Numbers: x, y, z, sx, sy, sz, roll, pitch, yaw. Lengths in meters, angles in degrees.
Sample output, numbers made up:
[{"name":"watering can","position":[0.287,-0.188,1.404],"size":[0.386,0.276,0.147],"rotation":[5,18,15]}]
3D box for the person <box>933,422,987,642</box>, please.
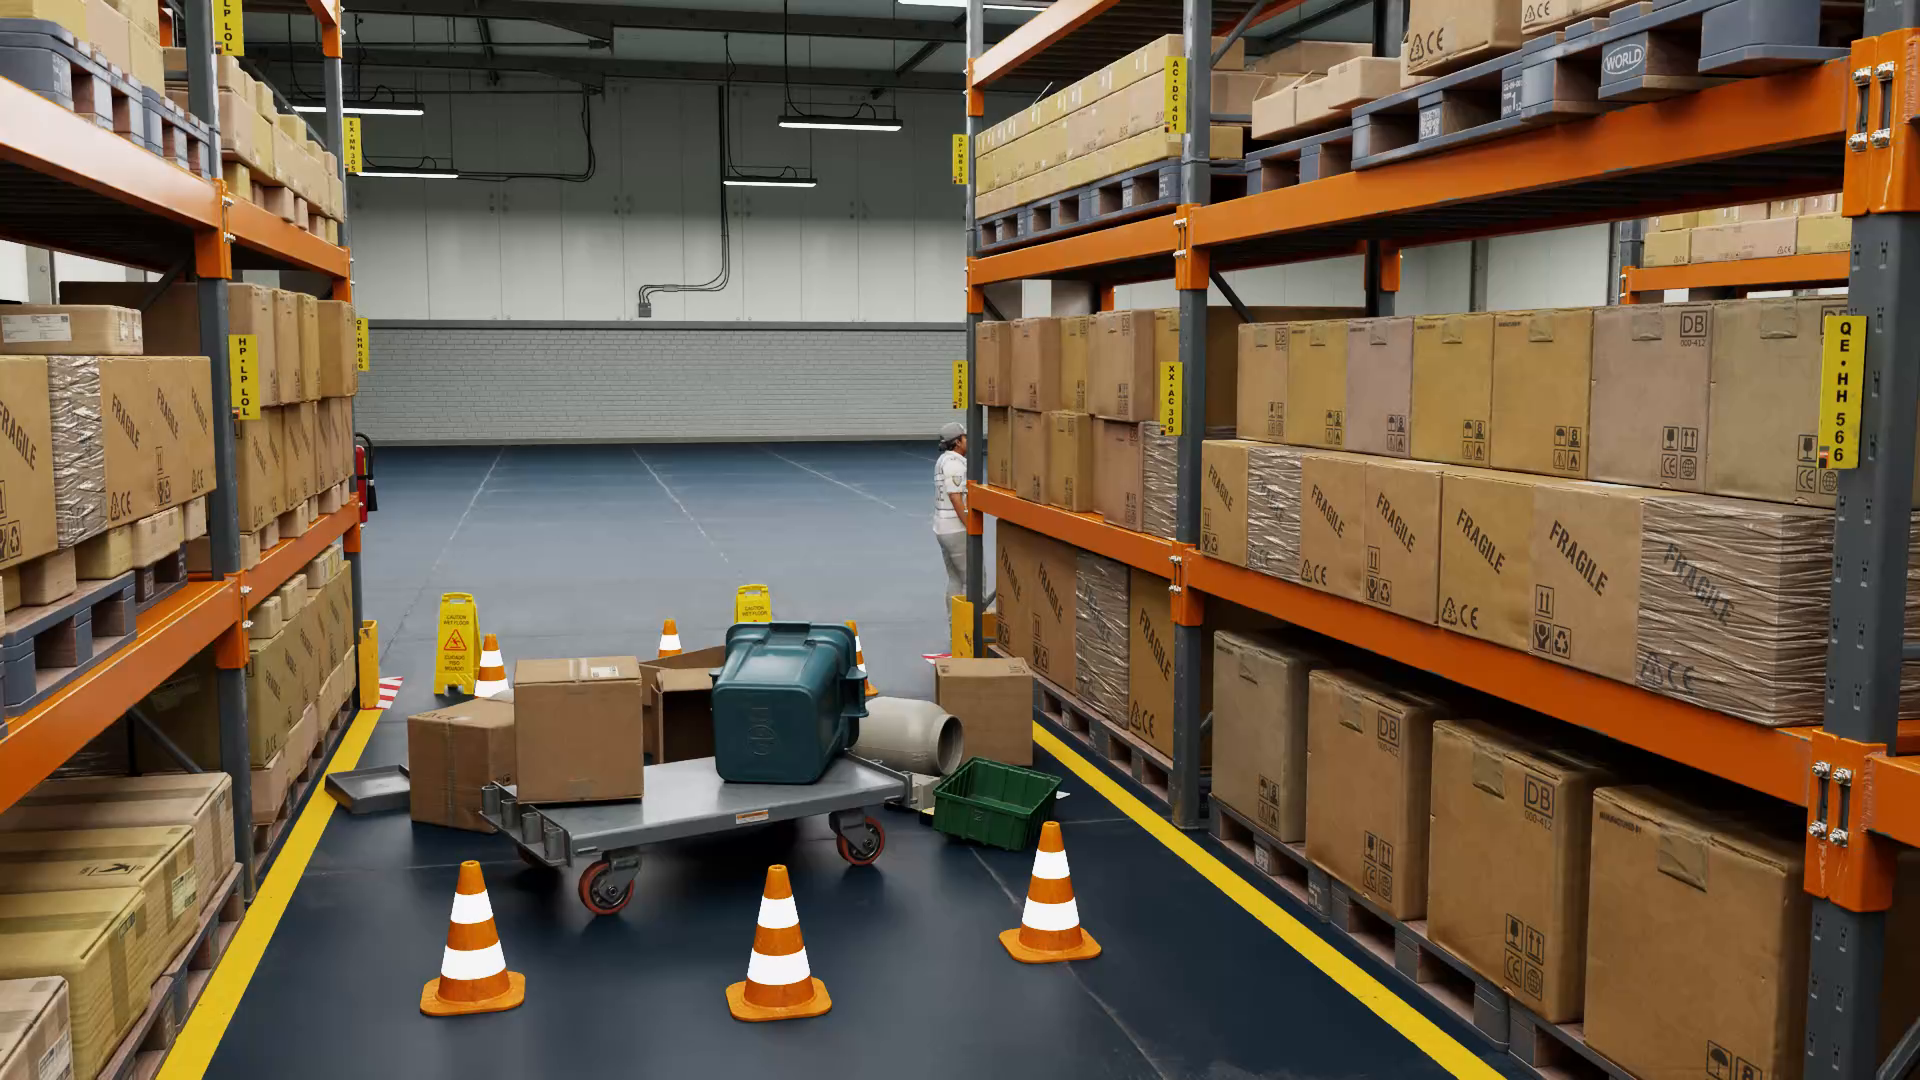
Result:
[{"name":"person","position":[0.076,-0.047,12.493],"size":[0.529,1.669,0.598],"rotation":[-1,6,-12]}]
